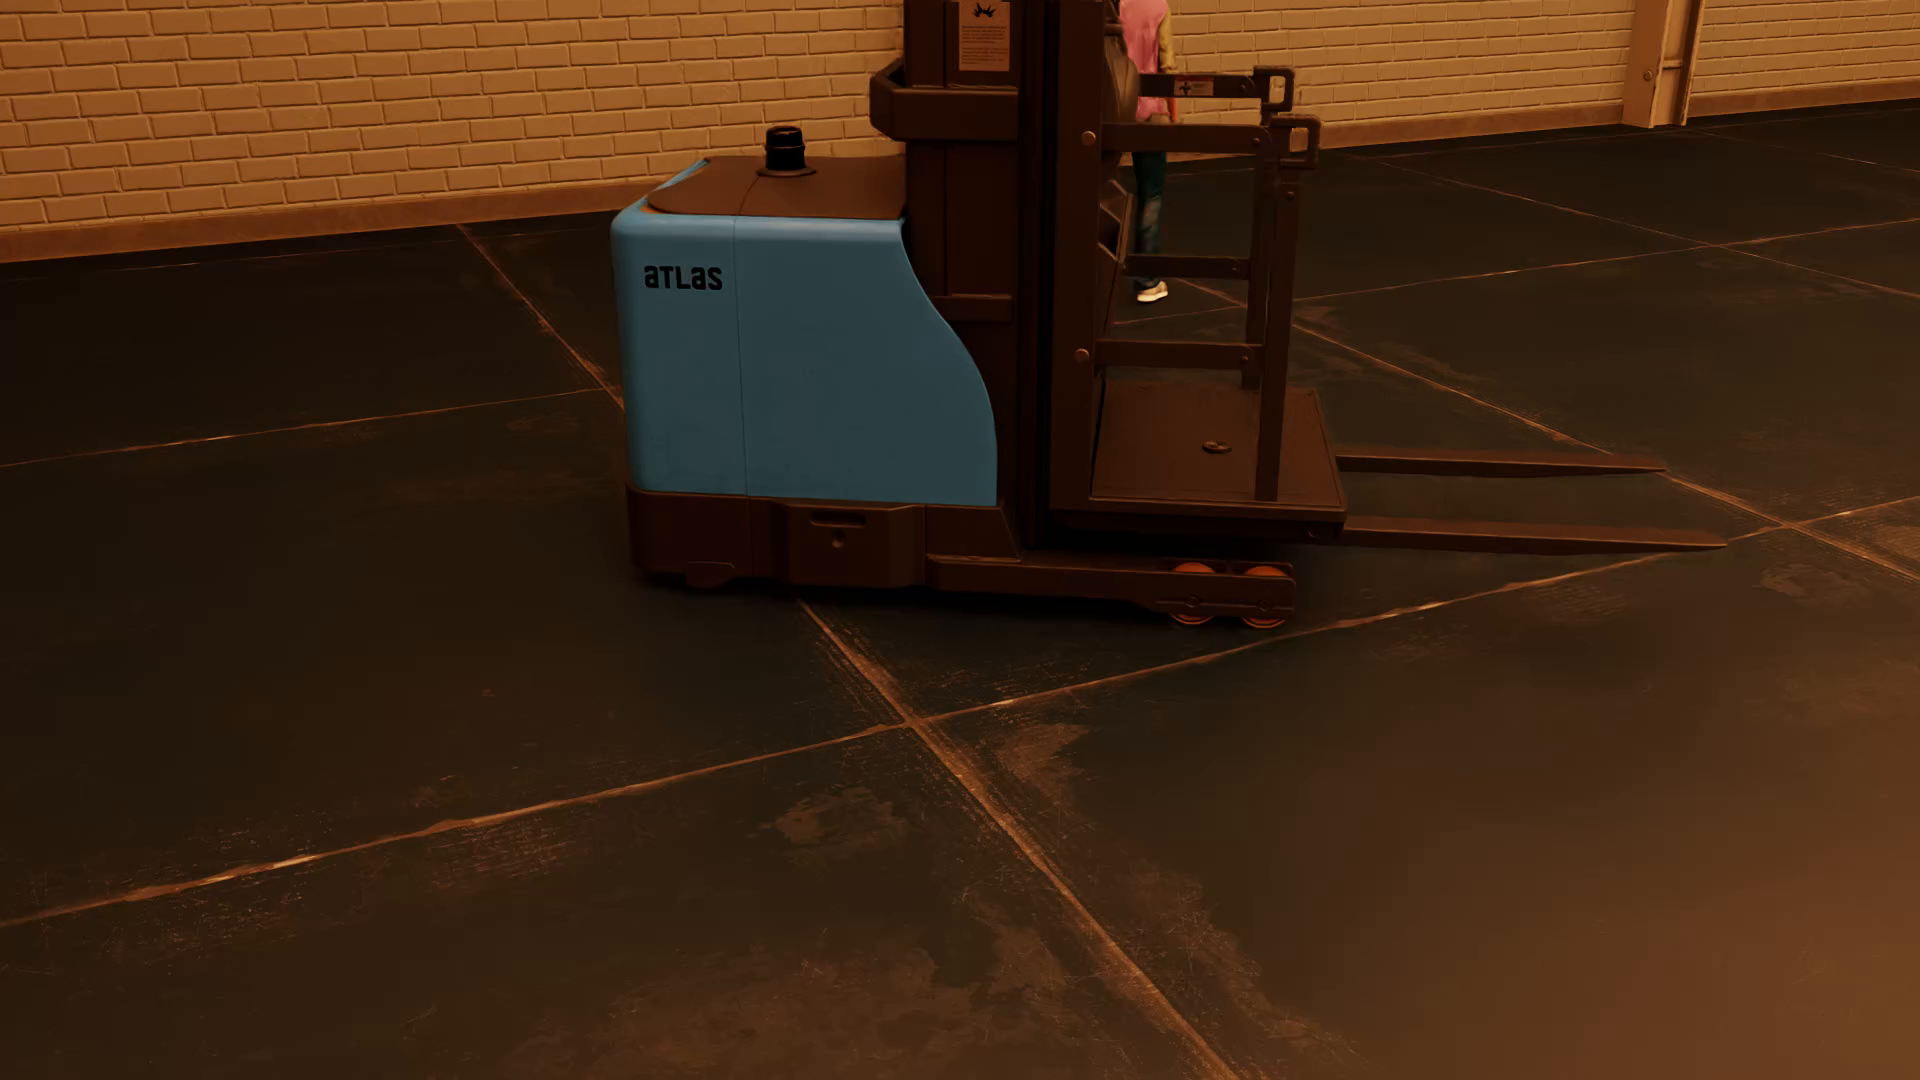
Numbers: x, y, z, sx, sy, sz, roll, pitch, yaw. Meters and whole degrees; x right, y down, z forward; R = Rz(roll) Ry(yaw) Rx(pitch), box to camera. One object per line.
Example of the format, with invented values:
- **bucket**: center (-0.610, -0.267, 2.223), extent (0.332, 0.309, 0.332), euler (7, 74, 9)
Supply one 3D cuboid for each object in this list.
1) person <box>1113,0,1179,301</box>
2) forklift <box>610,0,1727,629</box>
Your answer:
- **person**: center (0.761, -1.883, 7.575), extent (0.464, 1.596, 0.357), euler (6, 23, 14)
- **forklift**: center (0.610, -1.329, 4.485), extent (3.031, 2.935, 1.130), euler (3, 23, 6)
